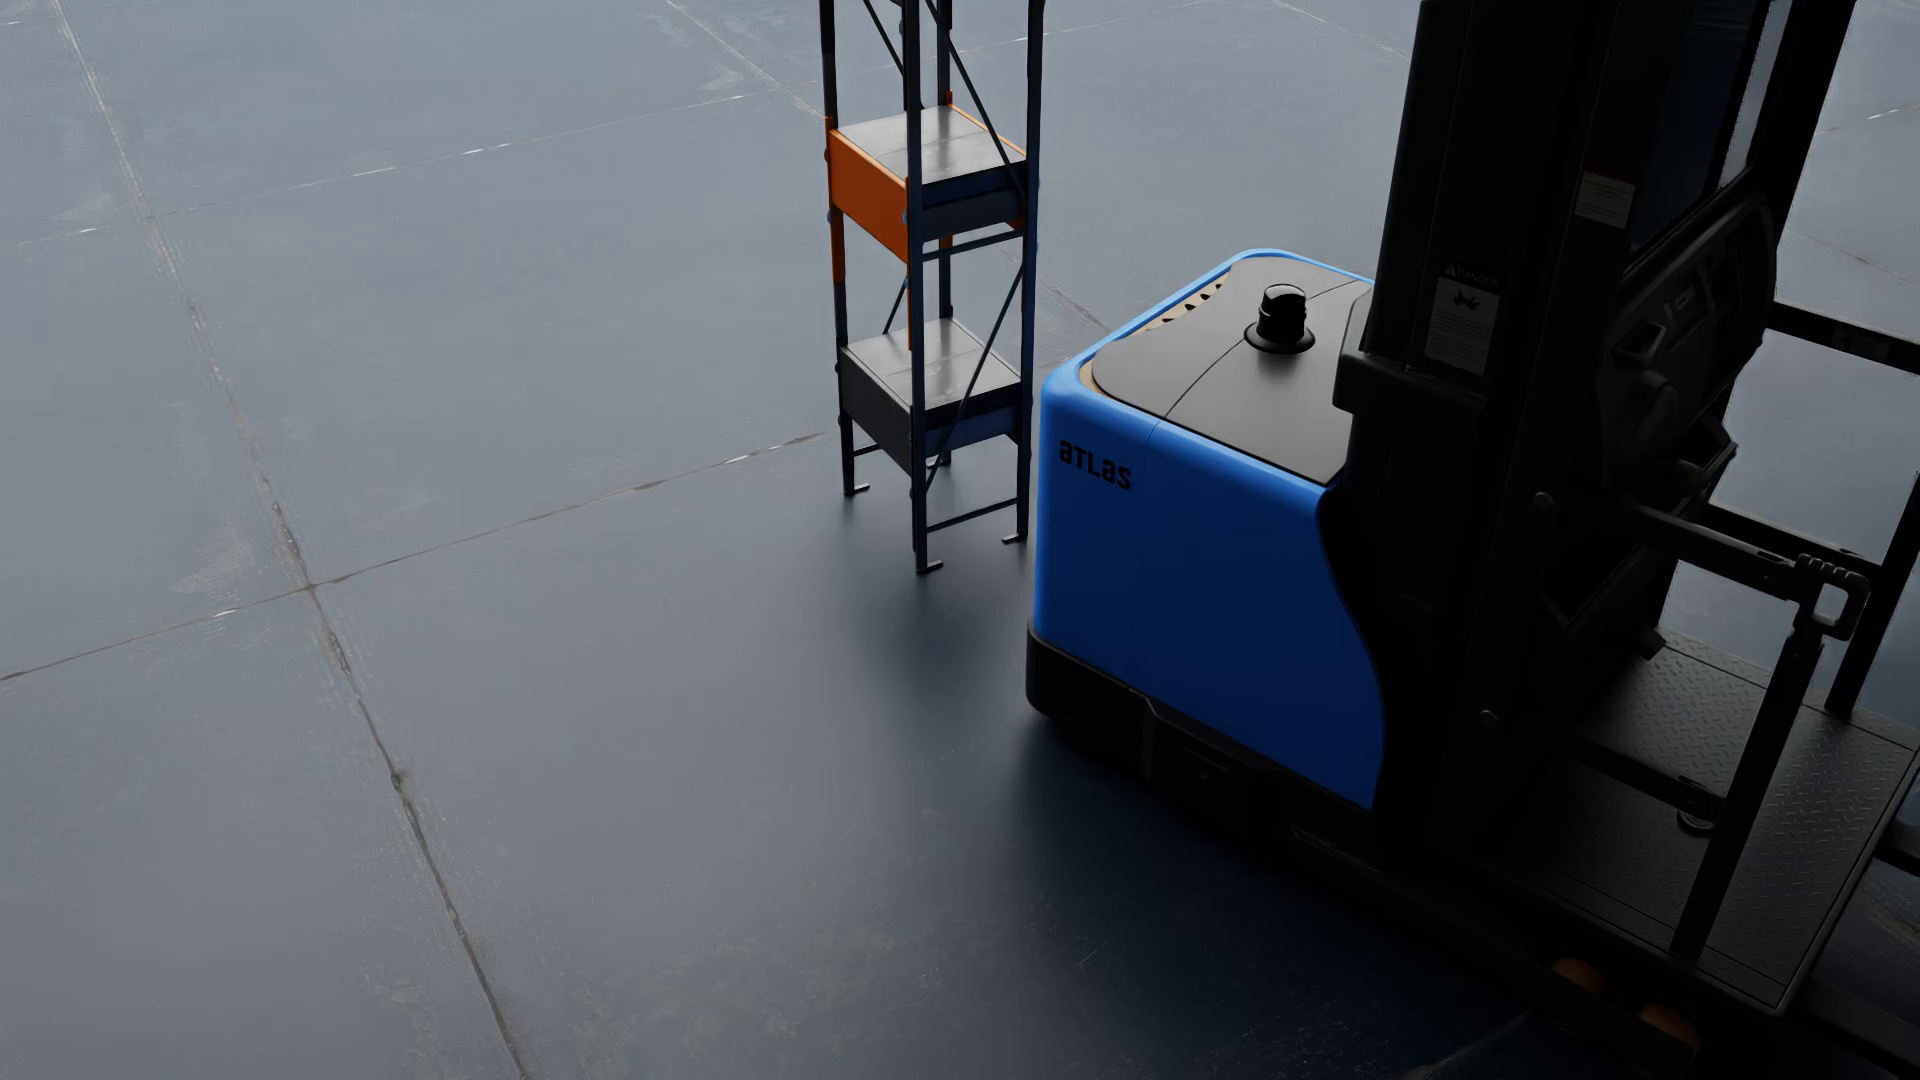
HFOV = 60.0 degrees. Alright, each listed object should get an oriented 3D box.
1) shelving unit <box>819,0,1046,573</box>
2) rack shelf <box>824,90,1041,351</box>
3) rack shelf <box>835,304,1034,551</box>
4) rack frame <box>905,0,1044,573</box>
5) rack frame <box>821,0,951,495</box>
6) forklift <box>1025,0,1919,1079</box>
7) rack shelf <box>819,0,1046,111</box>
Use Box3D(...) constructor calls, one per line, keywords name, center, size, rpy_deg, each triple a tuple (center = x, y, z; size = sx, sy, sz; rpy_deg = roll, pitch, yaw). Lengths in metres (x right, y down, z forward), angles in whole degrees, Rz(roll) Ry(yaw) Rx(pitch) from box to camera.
Box3D(name="shelving unit", center=(-0.083, -0.932, 4.746), size=(0.431, 2.100, 0.503), rpy_deg=(-19, 40, -24))
Box3D(name="rack shelf", center=(-0.083, -0.921, 4.754), size=(0.431, 0.518, 0.480), rpy_deg=(-19, 40, -24))
Box3D(name="rack shelf", center=(-0.083, -0.356, 5.167), size=(0.431, 0.518, 0.480), rpy_deg=(-19, 40, -24))
Box3D(name="rack frame", center=(0.039, -0.808, 4.576), size=(0.400, 2.100, 0.015), rpy_deg=(-19, 40, -24))
Box3D(name="rack frame", center=(-0.206, -1.057, 4.917), size=(0.400, 2.100, 0.015), rpy_deg=(-19, 40, -24))
Box3D(name="forklift", center=(1.629, -0.359, 3.256), size=(3.031, 2.935, 1.130), rpy_deg=(27, 44, 32))
Box3D(name="rack shelf", center=(-0.083, -1.487, 4.341), size=(0.431, 0.518, 0.480), rpy_deg=(-19, 40, -24))
